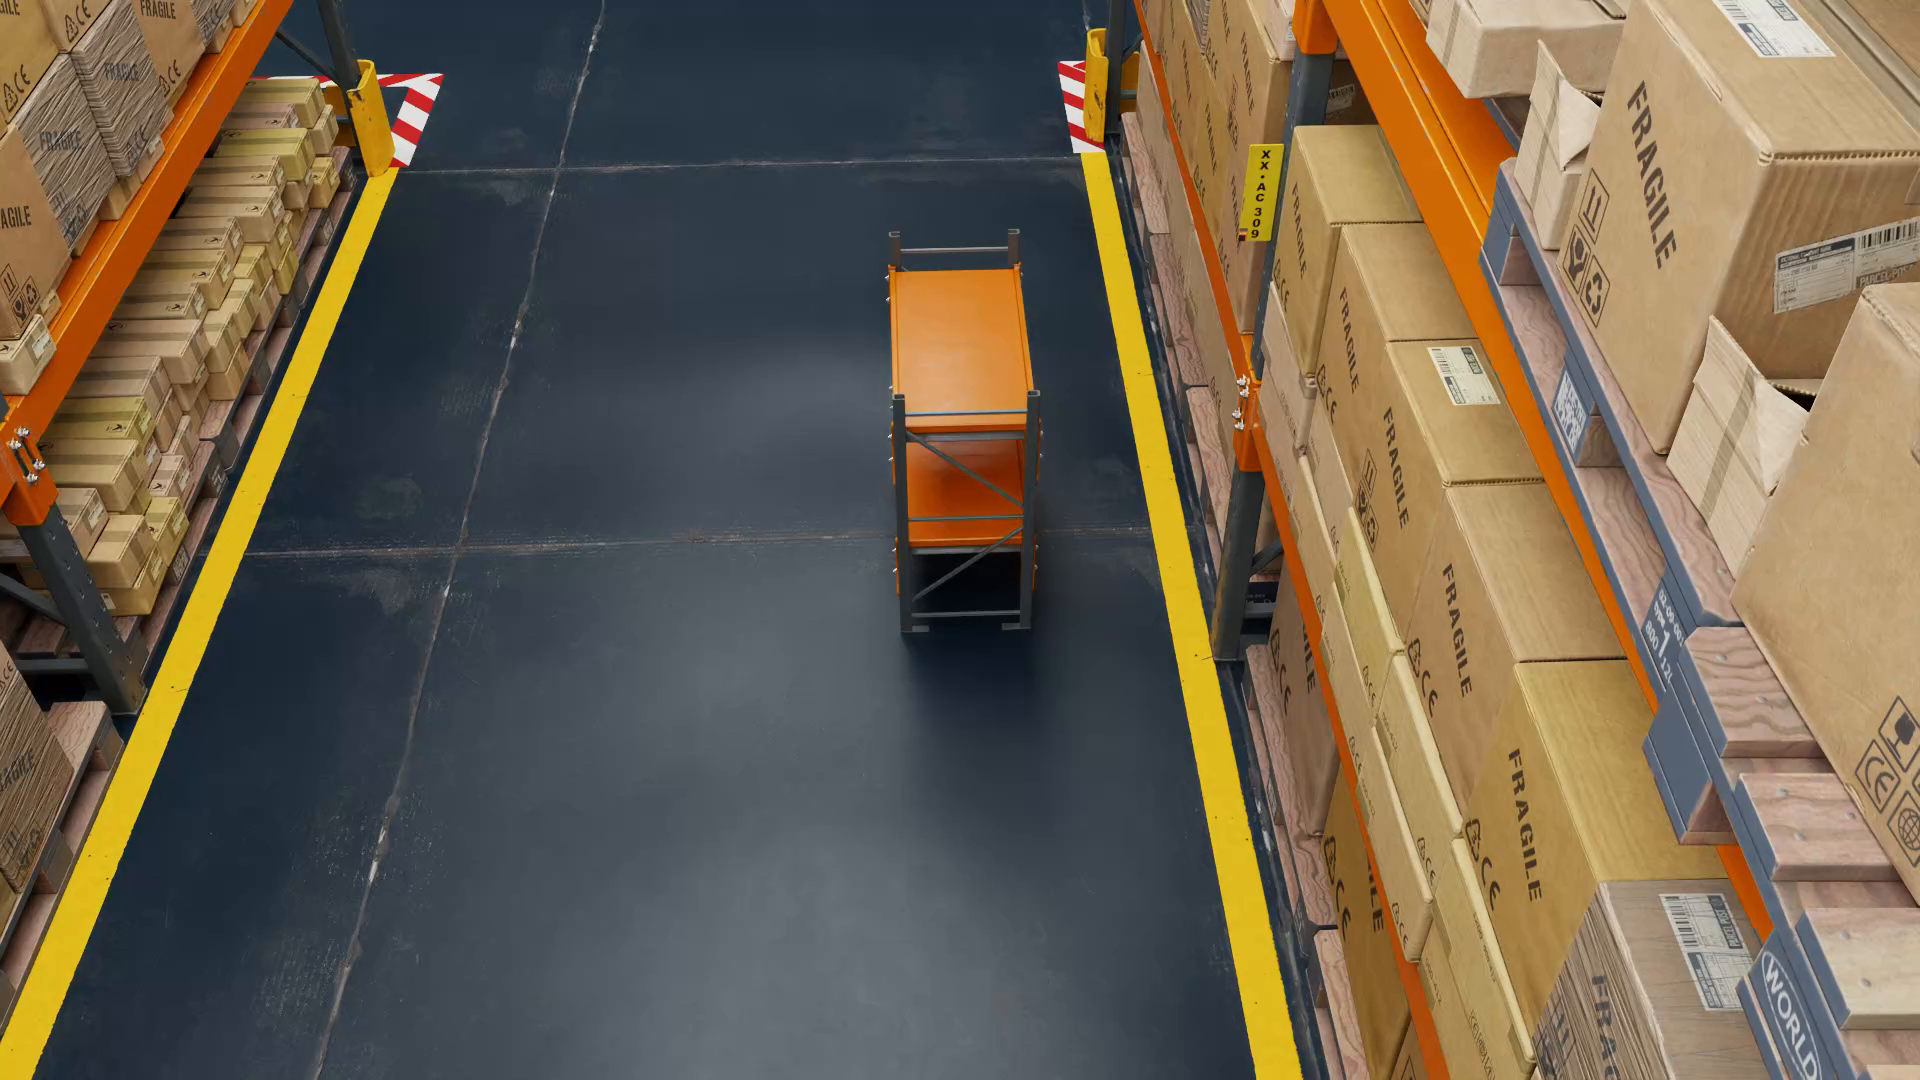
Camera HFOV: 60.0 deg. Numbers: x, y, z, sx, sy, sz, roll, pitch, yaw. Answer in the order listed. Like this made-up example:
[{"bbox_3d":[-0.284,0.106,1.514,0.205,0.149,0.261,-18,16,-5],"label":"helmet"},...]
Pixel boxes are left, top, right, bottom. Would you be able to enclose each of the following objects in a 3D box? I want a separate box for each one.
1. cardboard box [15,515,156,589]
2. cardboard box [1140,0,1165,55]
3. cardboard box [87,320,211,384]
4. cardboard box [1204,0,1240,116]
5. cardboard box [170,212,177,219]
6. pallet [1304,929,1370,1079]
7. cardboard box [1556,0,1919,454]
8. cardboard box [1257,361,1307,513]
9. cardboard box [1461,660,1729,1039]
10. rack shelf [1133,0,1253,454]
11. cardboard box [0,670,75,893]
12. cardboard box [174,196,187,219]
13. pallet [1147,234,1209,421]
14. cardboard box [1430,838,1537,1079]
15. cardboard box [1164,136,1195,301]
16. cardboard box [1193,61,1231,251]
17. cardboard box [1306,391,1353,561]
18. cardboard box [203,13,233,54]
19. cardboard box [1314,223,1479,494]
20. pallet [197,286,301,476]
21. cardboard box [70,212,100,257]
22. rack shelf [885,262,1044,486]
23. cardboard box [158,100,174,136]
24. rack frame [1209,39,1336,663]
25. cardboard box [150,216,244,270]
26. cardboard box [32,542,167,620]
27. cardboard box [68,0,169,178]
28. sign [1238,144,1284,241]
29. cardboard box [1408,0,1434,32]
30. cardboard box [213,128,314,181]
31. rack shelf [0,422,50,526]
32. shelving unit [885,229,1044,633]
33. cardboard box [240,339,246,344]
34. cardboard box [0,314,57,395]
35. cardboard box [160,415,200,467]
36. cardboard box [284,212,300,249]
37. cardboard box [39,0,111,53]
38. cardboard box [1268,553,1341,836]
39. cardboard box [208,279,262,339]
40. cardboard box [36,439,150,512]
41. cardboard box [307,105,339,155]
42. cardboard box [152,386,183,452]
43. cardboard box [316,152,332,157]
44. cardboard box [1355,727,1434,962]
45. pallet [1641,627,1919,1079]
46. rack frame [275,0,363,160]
[{"bbox_3d":[-3.187,0.042,6.063,0.380,0.149,0.250,0,43,0],"label":"cardboard box"},{"bbox_3d":[1.067,-2.421,7.097,0.500,0.500,0.500,-2,43,-2],"label":"cardboard box"},{"bbox_3d":[-3.274,-0.759,6.717,0.380,0.149,0.250,-1,43,-1],"label":"cardboard box"},{"bbox_3d":[1.141,-1.760,5.636,0.500,0.500,0.500,-2,43,-2],"label":"cardboard box"},{"bbox_3d":[-3.848,-1.590,8.064,0.380,0.149,0.250,-1,43,-1],"label":"cardboard box"},{"bbox_3d":[1.613,1.672,4.770,1.003,0.211,1.213,-2,43,-2],"label":"pallet"},{"bbox_3d":[1.255,-0.479,2.448,0.500,0.500,0.500,-1,43,-1],"label":"cardboard box"},{"bbox_3d":[1.205,-0.341,5.013,0.500,0.250,0.500,-3,43,-3],"label":"cardboard box"},{"bbox_3d":[1.292,0.571,3.093,0.500,0.500,0.500,-2,43,-2],"label":"cardboard box"},{"bbox_3d":[1.365,-1.786,7.011,1.077,0.370,4.000,-2,43,-2],"label":"rack shelf"},{"bbox_3d":[-3.208,0.769,5.231,0.500,0.500,0.500,-2,43,-3],"label":"cardboard box"},{"bbox_3d":[-3.421,-1.521,7.768,0.380,0.149,0.250,-2,43,-2],"label":"cardboard box"},{"bbox_3d":[1.441,-1.014,7.700,1.003,0.211,1.213,-2,43,-2],"label":"pallet"},{"bbox_3d":[1.278,0.860,3.333,0.500,0.250,0.500,-3,43,-3],"label":"cardboard box"},{"bbox_3d":[1.455,-1.551,7.808,0.875,0.438,0.875,-1,43,-1],"label":"cardboard box"},{"bbox_3d":[1.147,-1.391,5.973,0.500,0.500,0.500,-3,43,-3],"label":"cardboard box"},{"bbox_3d":[1.237,-0.173,4.460,0.500,0.250,0.500,-1,43,-1],"label":"cardboard box"},{"bbox_3d":[-3.350,-2.198,7.114,0.380,0.149,0.250,-3,43,-4],"label":"cardboard box"},{"bbox_3d":[1.231,-0.458,4.216,0.500,0.500,0.500,-2,43,-2],"label":"cardboard box"},{"bbox_3d":[-3.610,-0.740,7.402,1.003,0.211,1.213,-2,43,-2],"label":"pallet"},{"bbox_3d":[-3.331,-1.133,5.952,0.380,0.149,0.250,-3,43,-4],"label":"cardboard box"},{"bbox_3d":[0.000,-0.635,6.177,0.538,0.278,1.000,-2,43,-2],"label":"rack shelf"},{"bbox_3d":[-3.339,-1.666,6.533,0.380,0.149,0.250,0,43,0],"label":"cardboard box"},{"bbox_3d":[1.450,-0.701,5.295,1.000,3.000,0.127,-2,43,-2],"label":"rack frame"},{"bbox_3d":[-3.379,-1.284,7.290,0.380,0.149,0.250,-3,43,-3],"label":"cardboard box"},{"bbox_3d":[-3.186,0.151,6.165,0.380,0.149,0.250,-3,43,-4],"label":"cardboard box"},{"bbox_3d":[-3.274,-1.653,6.040,0.500,0.500,0.500,-2,43,-3],"label":"cardboard box"},{"bbox_3d":[0.896,-1.032,4.957,0.100,0.325,0.005,-2,43,-2],"label":"sign"},{"bbox_3d":[1.198,-1.395,3.447,0.500,0.500,0.500,-2,43,-3],"label":"cardboard box"},{"bbox_3d":[-3.294,-1.821,7.876,0.380,0.149,0.250,-3,43,-3],"label":"cardboard box"},{"bbox_3d":[-3.406,1.125,3.835,1.077,0.370,4.000,-2,43,-2],"label":"rack shelf"},{"bbox_3d":[0.000,-0.419,6.375,0.538,1.125,1.048,-2,43,-2],"label":"shelving unit"},{"bbox_3d":[-3.369,-0.899,7.310,0.380,0.149,0.250,-1,43,-1],"label":"cardboard box"},{"bbox_3d":[-3.176,-0.598,5.369,0.380,0.149,0.250,0,43,0],"label":"cardboard box"},{"bbox_3d":[-3.320,-0.365,6.728,0.380,0.149,0.250,-2,43,-3],"label":"cardboard box"},{"bbox_3d":[-3.370,-1.427,7.886,0.380,0.149,0.250,-1,43,-1],"label":"cardboard box"},{"bbox_3d":[-3.295,-2.008,5.686,0.500,0.500,0.500,-1,43,-1],"label":"cardboard box"},{"bbox_3d":[1.556,0.344,5.416,0.875,0.875,0.875,0,43,0],"label":"cardboard box"},{"bbox_3d":[-3.263,-0.998,7.197,0.380,0.149,0.250,-1,43,-1],"label":"cardboard box"},{"bbox_3d":[-3.251,-0.240,6.150,0.380,0.149,0.250,0,43,0],"label":"cardboard box"},{"bbox_3d":[-3.354,-2.056,8.352,0.380,0.149,0.250,-3,43,-3],"label":"cardboard box"},{"bbox_3d":[-3.342,-0.472,6.624,0.380,0.149,0.250,-4,43,-4],"label":"cardboard box"},{"bbox_3d":[-3.430,-1.945,8.451,0.380,0.149,0.250,-1,43,-1],"label":"cardboard box"},{"bbox_3d":[1.246,0.693,3.885,0.500,0.250,0.500,-2,43,-2],"label":"cardboard box"},{"bbox_3d":[1.539,0.530,1.871,1.213,0.211,1.003,0,43,0],"label":"pallet"},{"bbox_3d":[-3.661,-3.191,8.011,1.000,3.000,0.127,-2,43,-2],"label":"rack frame"}]
